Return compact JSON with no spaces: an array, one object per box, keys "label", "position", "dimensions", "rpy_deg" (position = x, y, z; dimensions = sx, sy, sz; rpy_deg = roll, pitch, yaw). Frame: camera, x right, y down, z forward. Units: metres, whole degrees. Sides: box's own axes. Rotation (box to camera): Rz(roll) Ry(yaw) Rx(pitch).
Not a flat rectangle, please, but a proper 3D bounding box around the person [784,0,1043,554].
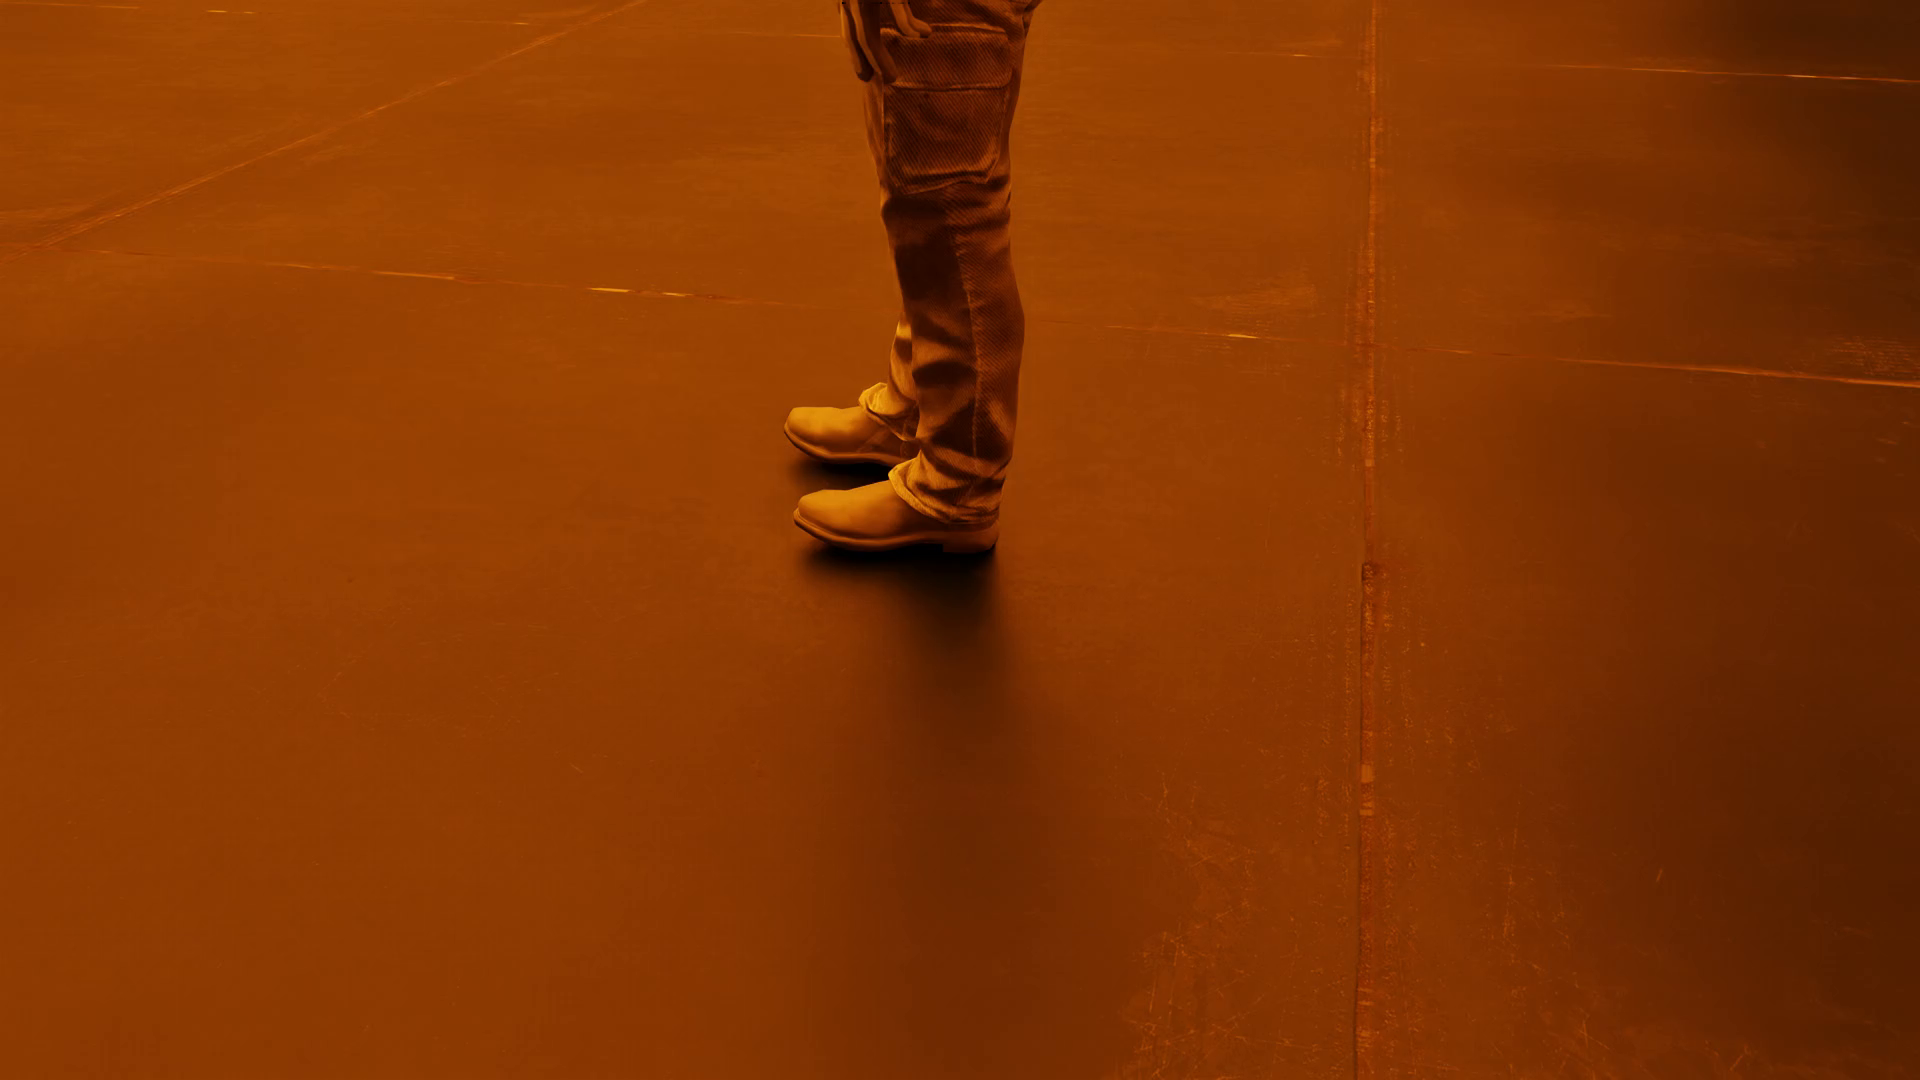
[{"label":"person","position":[-0.069,-0.813,2.116],"dimensions":[0.575,1.784,0.656],"rpy_deg":[6,27,11]}]
